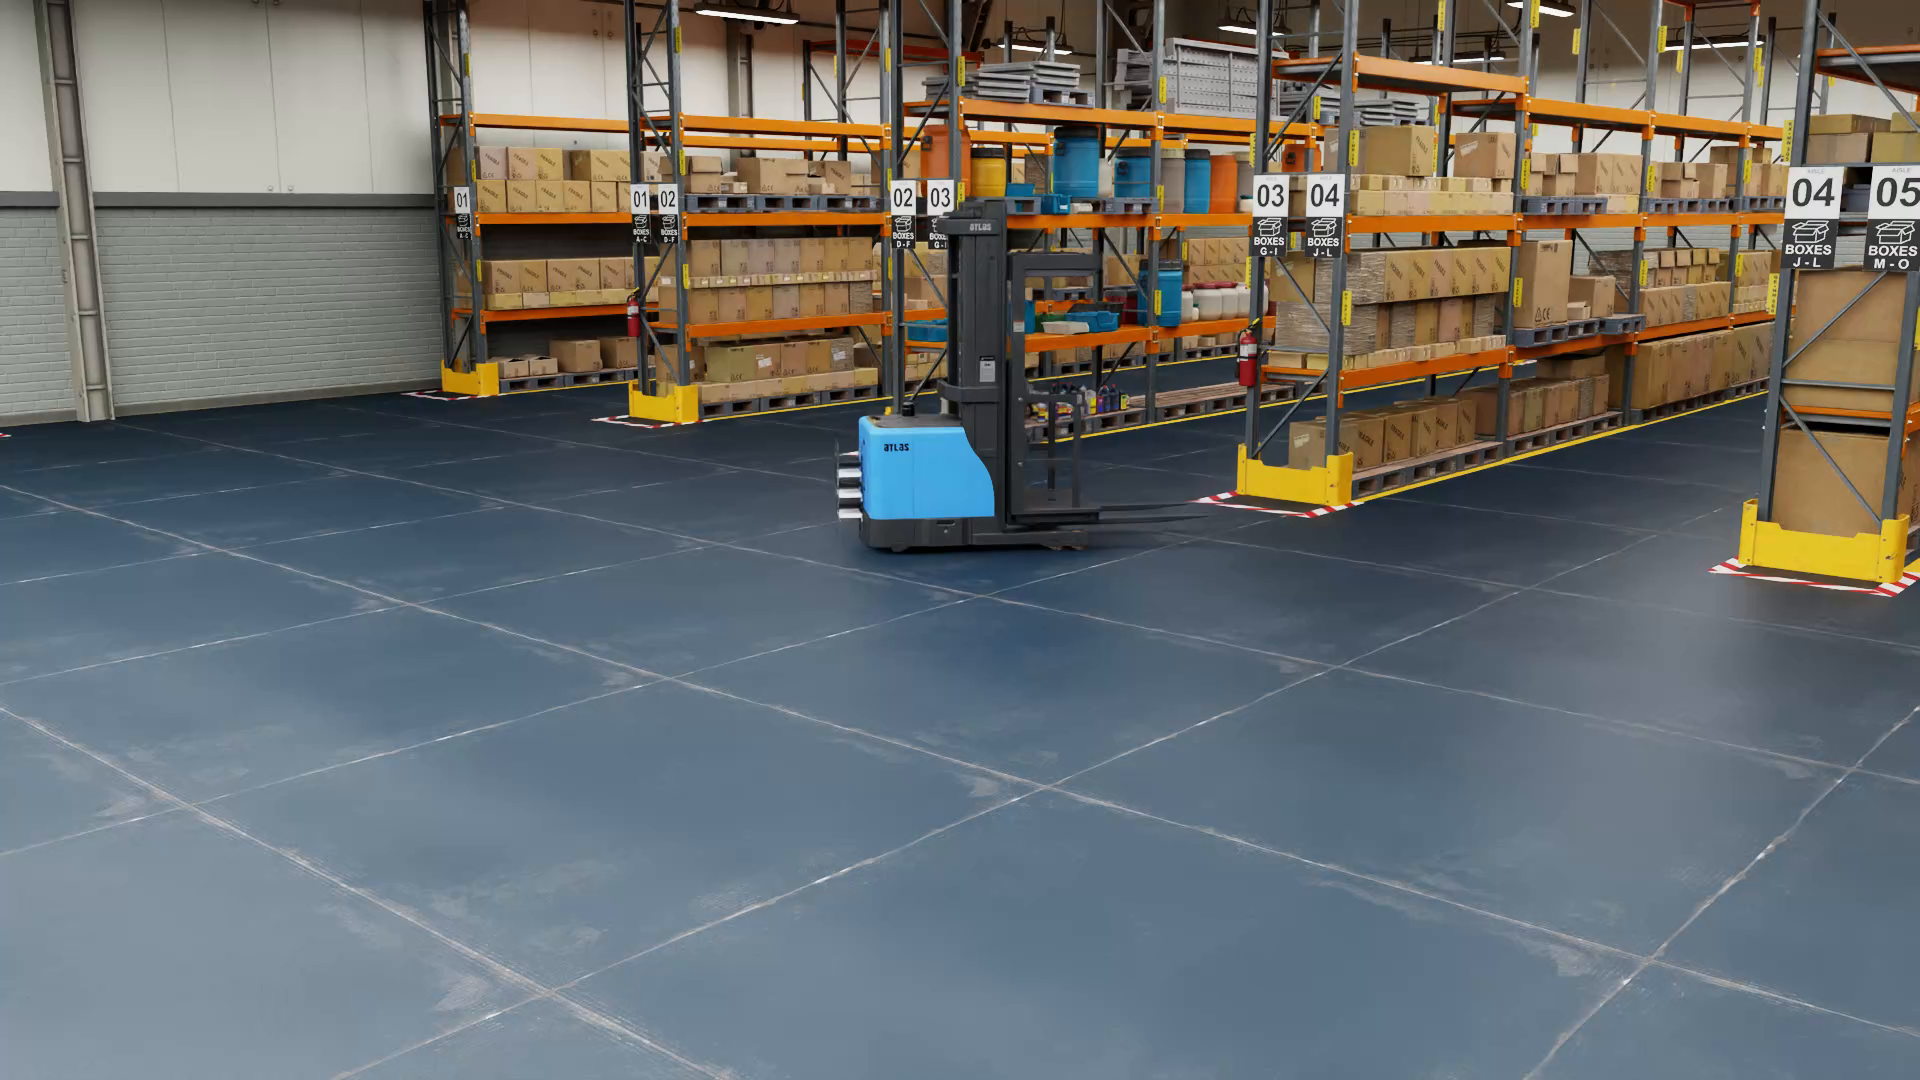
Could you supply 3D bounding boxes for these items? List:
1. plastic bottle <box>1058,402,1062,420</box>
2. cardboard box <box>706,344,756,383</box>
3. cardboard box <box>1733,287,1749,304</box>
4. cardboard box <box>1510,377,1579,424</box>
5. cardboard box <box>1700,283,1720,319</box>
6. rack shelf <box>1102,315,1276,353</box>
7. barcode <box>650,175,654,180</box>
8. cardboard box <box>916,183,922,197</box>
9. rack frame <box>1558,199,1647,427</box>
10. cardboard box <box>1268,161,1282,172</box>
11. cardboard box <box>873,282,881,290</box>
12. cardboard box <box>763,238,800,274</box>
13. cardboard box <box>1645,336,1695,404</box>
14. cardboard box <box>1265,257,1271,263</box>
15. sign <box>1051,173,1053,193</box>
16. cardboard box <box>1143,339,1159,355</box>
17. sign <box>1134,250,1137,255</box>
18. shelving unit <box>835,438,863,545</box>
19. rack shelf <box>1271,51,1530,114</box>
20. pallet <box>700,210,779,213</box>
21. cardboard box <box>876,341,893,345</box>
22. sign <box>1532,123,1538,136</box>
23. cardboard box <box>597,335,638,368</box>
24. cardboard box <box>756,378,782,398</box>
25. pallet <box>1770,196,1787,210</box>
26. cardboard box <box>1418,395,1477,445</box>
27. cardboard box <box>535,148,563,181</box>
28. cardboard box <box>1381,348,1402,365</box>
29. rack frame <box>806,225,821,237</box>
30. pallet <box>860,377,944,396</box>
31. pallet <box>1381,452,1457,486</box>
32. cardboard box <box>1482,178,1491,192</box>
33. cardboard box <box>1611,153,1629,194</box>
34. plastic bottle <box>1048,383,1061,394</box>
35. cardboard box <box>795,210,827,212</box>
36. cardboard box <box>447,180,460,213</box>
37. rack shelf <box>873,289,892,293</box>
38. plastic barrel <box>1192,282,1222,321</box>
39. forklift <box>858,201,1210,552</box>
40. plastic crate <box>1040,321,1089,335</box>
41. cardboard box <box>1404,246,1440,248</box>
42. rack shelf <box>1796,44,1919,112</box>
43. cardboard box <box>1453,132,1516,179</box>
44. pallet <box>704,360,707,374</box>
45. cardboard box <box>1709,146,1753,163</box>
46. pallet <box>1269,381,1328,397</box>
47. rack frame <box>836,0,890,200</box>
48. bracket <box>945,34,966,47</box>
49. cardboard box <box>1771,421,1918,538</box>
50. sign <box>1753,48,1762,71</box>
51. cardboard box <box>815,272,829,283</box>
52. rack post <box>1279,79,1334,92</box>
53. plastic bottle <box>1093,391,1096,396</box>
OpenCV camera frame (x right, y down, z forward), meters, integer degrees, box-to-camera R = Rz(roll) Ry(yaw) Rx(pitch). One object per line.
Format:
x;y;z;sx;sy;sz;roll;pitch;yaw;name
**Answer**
1.260;-1.683;21.320;0.097;0.271;0.097;0;11;0;plastic bottle
-3.266;-2.518;23.694;0.500;0.500;0.500;10;15;40;cardboard box
11.752;-3.761;25.505;0.500;0.250;0.500;9;15;39;cardboard box
7.451;-1.786;21.253;0.500;0.500;0.700;-11;15;-43;cardboard box
10.809;-3.526;24.452;0.500;0.500;0.500;10;15;42;cardboard box
3.564;-3.058;24.200;1.077;0.370;4.000;10;15;40;rack shelf
-4.279;-5.031;23.103;0.001;0.075;0.075;10;15;40;barcode
-0.701;-5.531;26.399;0.500;0.250;0.500;8;14;35;cardboard box
8.604;-3.065;22.396;1.000;3.000;0.127;10;15;40;rack frame
6.119;-7.456;33.914;0.700;0.500;0.500;10;15;40;cardboard box
-1.755;-4.955;32.452;0.380;0.149;0.250;10;15;42;cardboard box
-2.757;-4.155;24.288;0.700;0.500;0.500;10;15;40;cardboard box
9.670;-2.458;23.710;1.225;0.875;0.875;10;15;41;cardboard box
6.026;-5.887;33.718;0.500;0.500;0.500;10;15;42;cardboard box
1.577;-6.036;28.094;0.100;0.325;0.005;10;15;40;sign
3.363;-3.743;31.052;0.500;0.500;0.500;10;15;41;cardboard box
3.393;-5.428;32.019;0.100;0.325;0.005;10;15;40;sign
-0.971;-0.426;14.545;0.210;0.900;0.258;-2;11;-9;shelving unit
4.644;-4.769;17.460;1.077;0.370;4.000;10;15;40;rack shelf
-4.029;-6.006;29.945;1.213;0.211;1.003;10;15;40;pallet
-1.084;-3.064;26.910;0.500;0.311;0.500;10;15;42;cardboard box
10.589;-7.597;30.595;0.100;0.325;0.005;10;15;40;sign
-5.854;-3.229;28.480;0.500;0.500;0.500;8;14;36;cardboard box
-2.937;-2.224;24.137;0.500;0.250;0.500;10;15;40;cardboard box
12.598;-5.378;26.548;1.003;0.211;1.213;10;15;40;pallet
5.670;-1.403;19.385;0.500;0.500;0.500;9;15;39;cardboard box
-6.703;-5.998;26.567;0.500;0.500;0.500;10;15;42;cardboard box
4.366;-1.920;17.307;0.380;0.149;0.250;10;15;40;cardboard box
-2.558;-4.986;32.016;1.000;3.000;0.127;10;15;40;rack frame
-1.018;-2.503;26.706;1.003;0.211;1.213;10;15;40;pallet
4.742;-0.825;18.302;1.003;0.211;1.213;10;15;40;pallet
5.621;-3.908;18.327;0.380;0.149;0.250;9;14;38;cardboard box
8.147;-4.650;21.146;0.500;0.500;0.500;10;15;40;cardboard box
1.274;-1.940;22.407;0.144;0.351;0.185;9;14;38;plastic bottle
-2.831;-6.282;31.023;0.500;0.311;0.500;10;15;40;cardboard box
-7.754;-5.433;26.288;0.500;0.500;0.500;-11;16;-43;cardboard box
-1.238;-4.927;33.559;1.077;0.370;4.000;10;15;40;rack shelf
3.524;-3.403;23.746;0.433;0.535;0.433;0;11;0;plastic barrel
0.654;-1.449;14.481;3.031;2.935;1.130;-2;11;-9;forklift
1.362;-2.715;21.322;0.530;0.136;0.437;10;15;40;plastic crate
5.147;-3.054;18.777;0.500;0.500;0.500;10;15;40;cardboard box
8.303;-3.919;14.213;1.077;0.370;4.000;10;15;40;rack shelf
5.858;-4.288;18.572;0.500;0.500;0.500;9;15;39;cardboard box
-4.686;-3.145;29.917;1.003;0.211;1.213;10;15;40;pallet
11.870;-5.933;25.603;0.500;0.250;0.500;9;14;37;cardboard box
5.373;-2.459;26.483;1.003;0.211;1.213;10;15;40;pallet
-1.475;-6.699;25.278;1.000;3.000;0.127;10;15;40;rack frame
-0.113;-10.389;34.562;0.235;0.232;0.430;10;15;40;bracket
7.380;-0.504;13.927;0.875;0.875;0.875;10;15;41;cardboard box
11.660;-7.023;24.313;0.100;0.325;0.005;10;15;40;sign
-2.167;-3.907;24.704;0.380;0.149;0.250;10;15;40;cardboard box
5.324;-7.027;25.602;0.624;0.289;0.986;10;15;40;rack post
1.780;-1.852;22.155;0.152;0.276;0.135;10;15;40;plastic bottle
